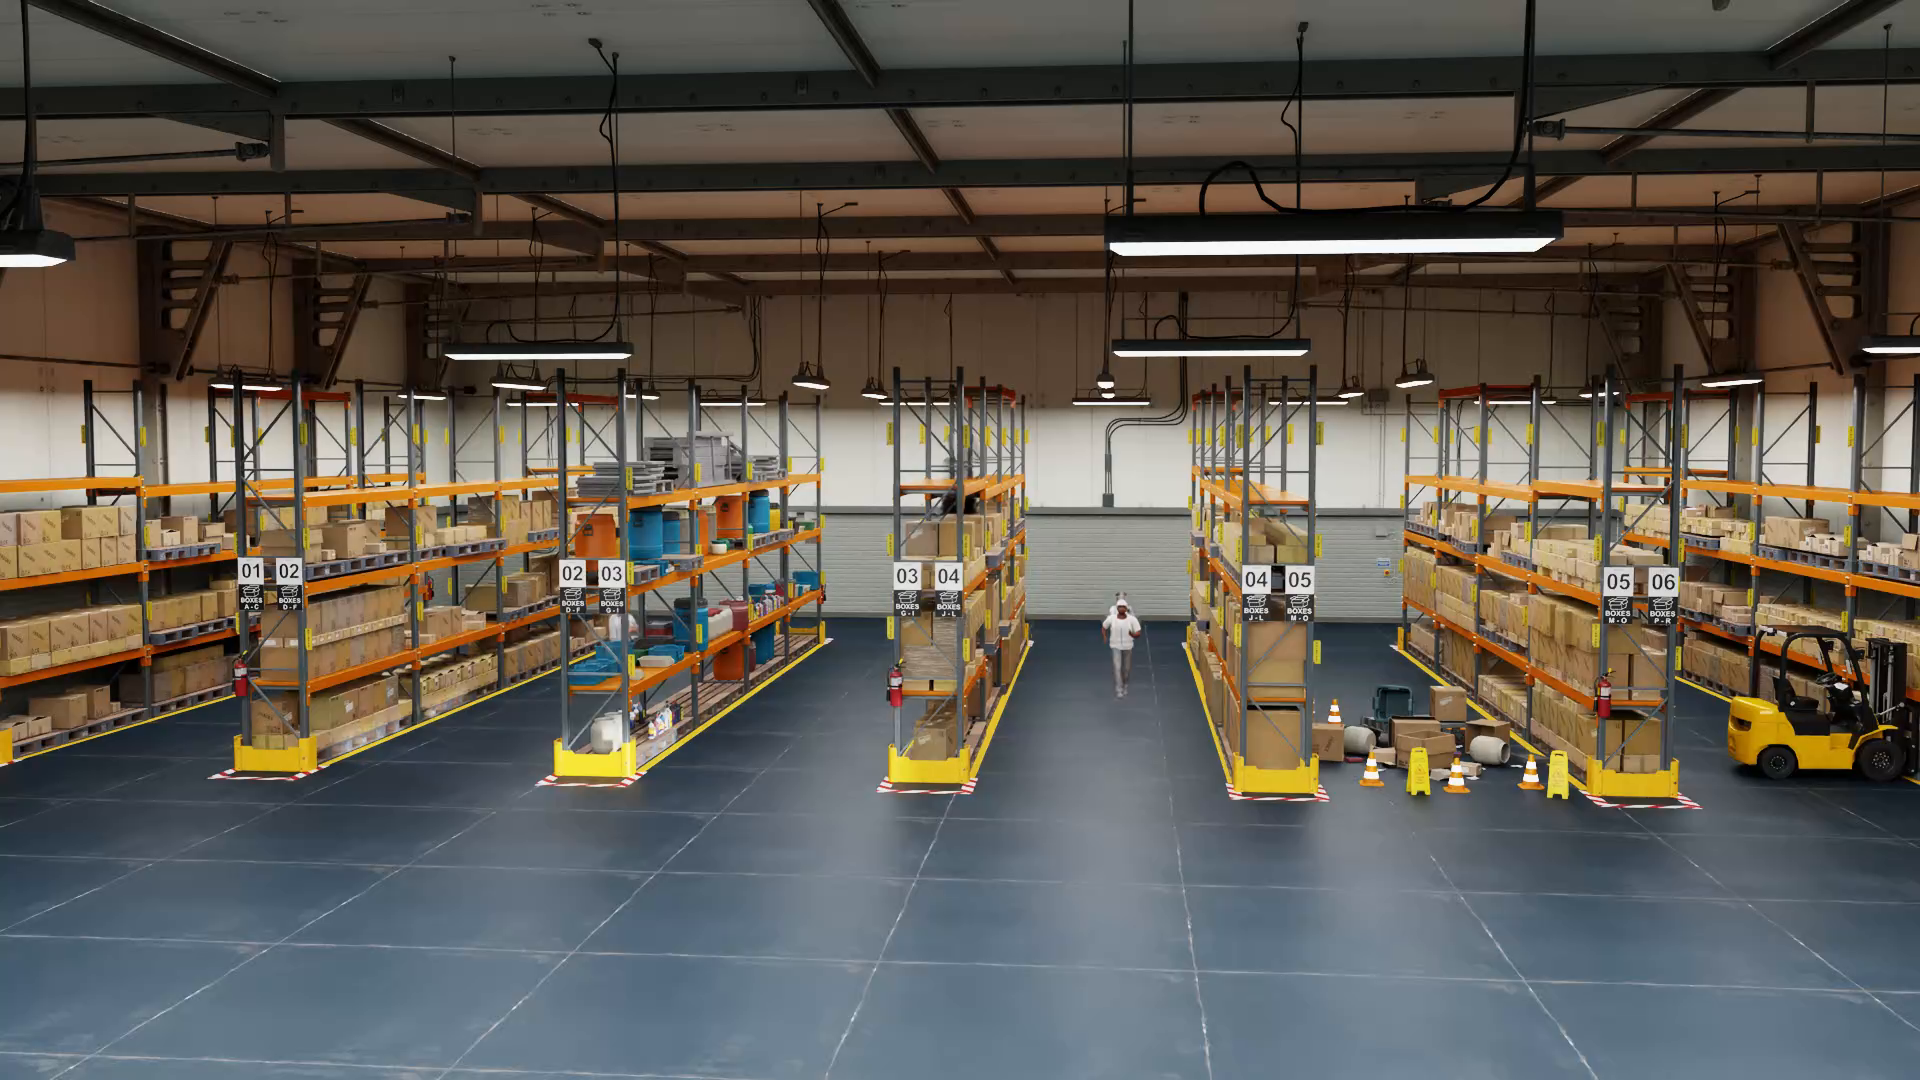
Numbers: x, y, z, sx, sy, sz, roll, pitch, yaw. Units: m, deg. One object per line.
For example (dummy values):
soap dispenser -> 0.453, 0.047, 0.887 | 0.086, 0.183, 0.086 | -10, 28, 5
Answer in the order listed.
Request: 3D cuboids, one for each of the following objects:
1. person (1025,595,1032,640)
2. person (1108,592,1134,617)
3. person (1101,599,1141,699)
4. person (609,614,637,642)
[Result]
person -> 1.351, 1.603, 41.004 | 0.799, 1.733, 0.631 | 2, 4, 26
person -> 3.422, 1.951, 35.257 | 0.602, 1.733, 0.812 | 0, 4, -1
person -> 2.918, 1.969, 30.006 | 0.710, 1.794, 0.902 | 0, 4, 1
person -> -6.674, 2.095, 32.865 | 0.626, 1.863, 0.785 | 0, 4, 4
